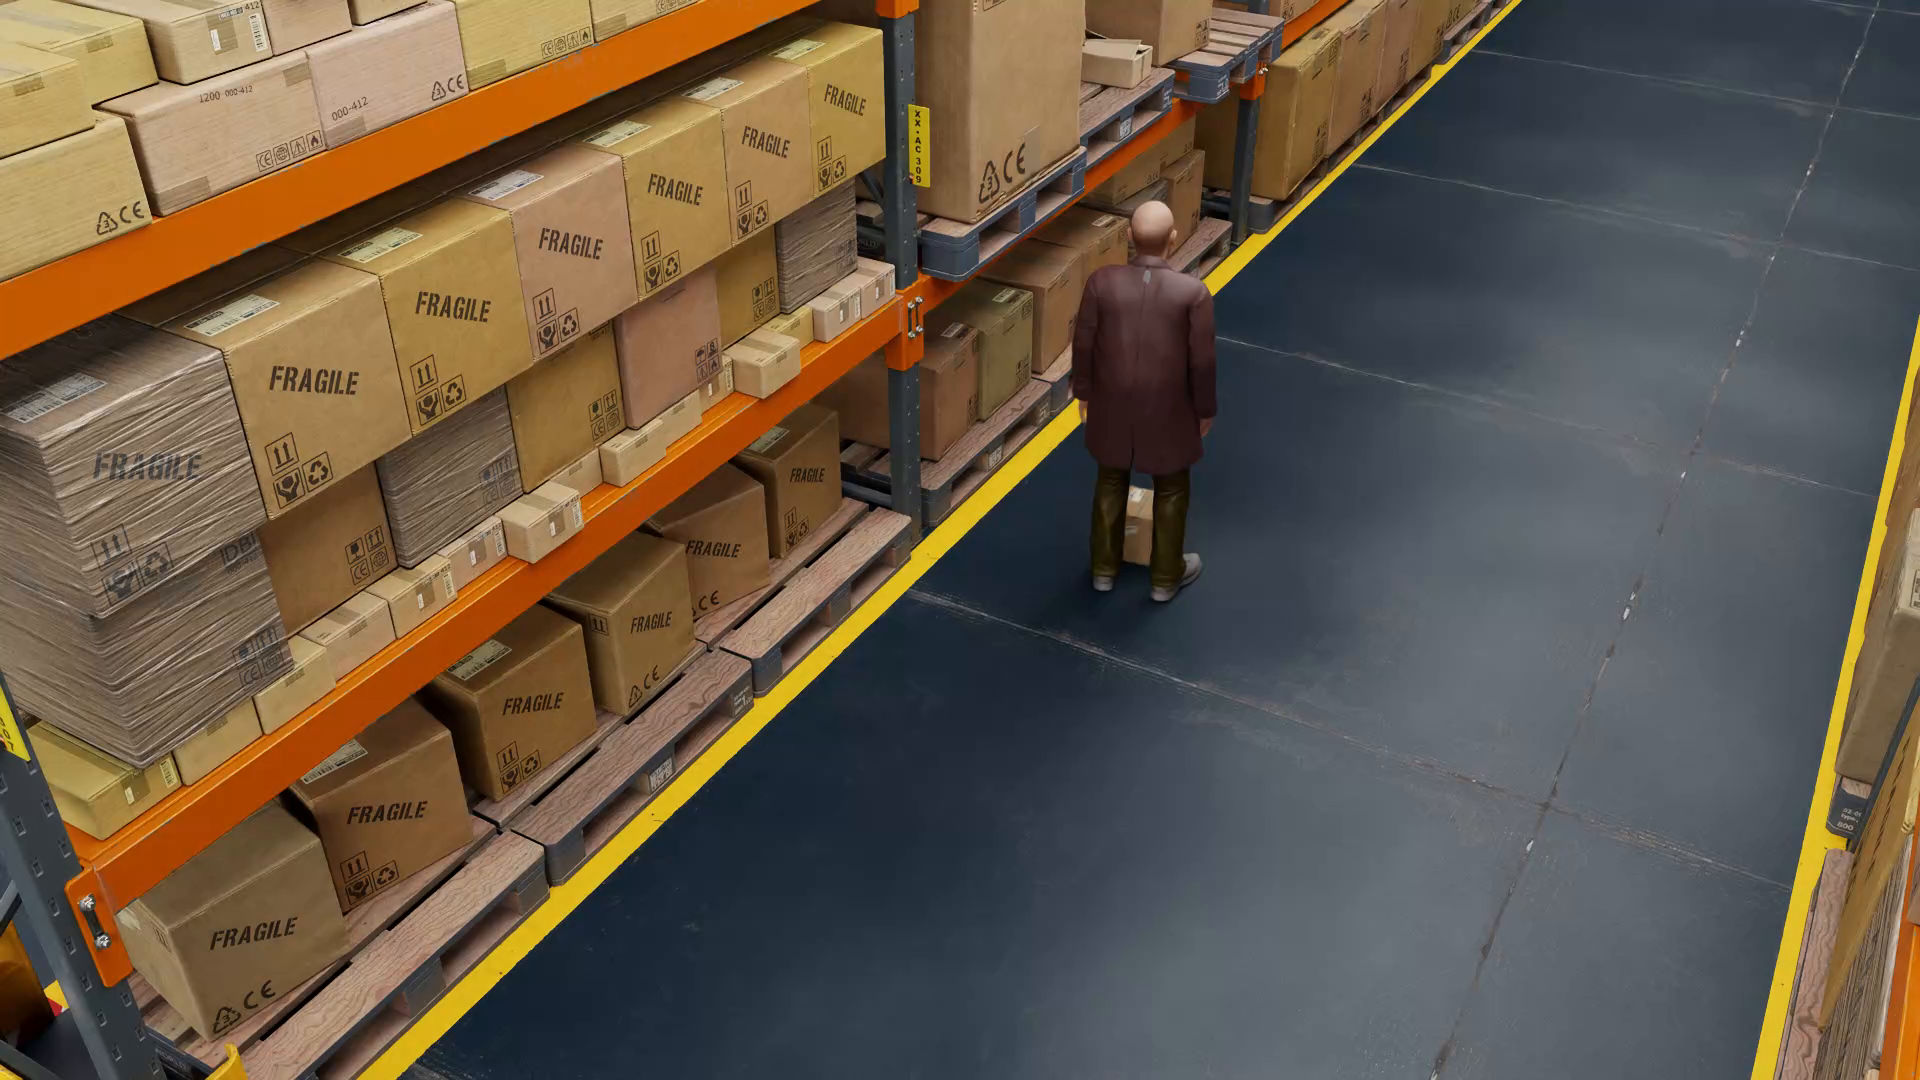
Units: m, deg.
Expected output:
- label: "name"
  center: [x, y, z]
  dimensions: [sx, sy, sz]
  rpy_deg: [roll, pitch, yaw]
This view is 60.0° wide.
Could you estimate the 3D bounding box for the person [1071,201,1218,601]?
- label: "person"
  center: [0.772, -0.565, 7.004]
  dimensions: [0.625, 1.773, 0.430]
  rpy_deg: [11, 35, 16]
